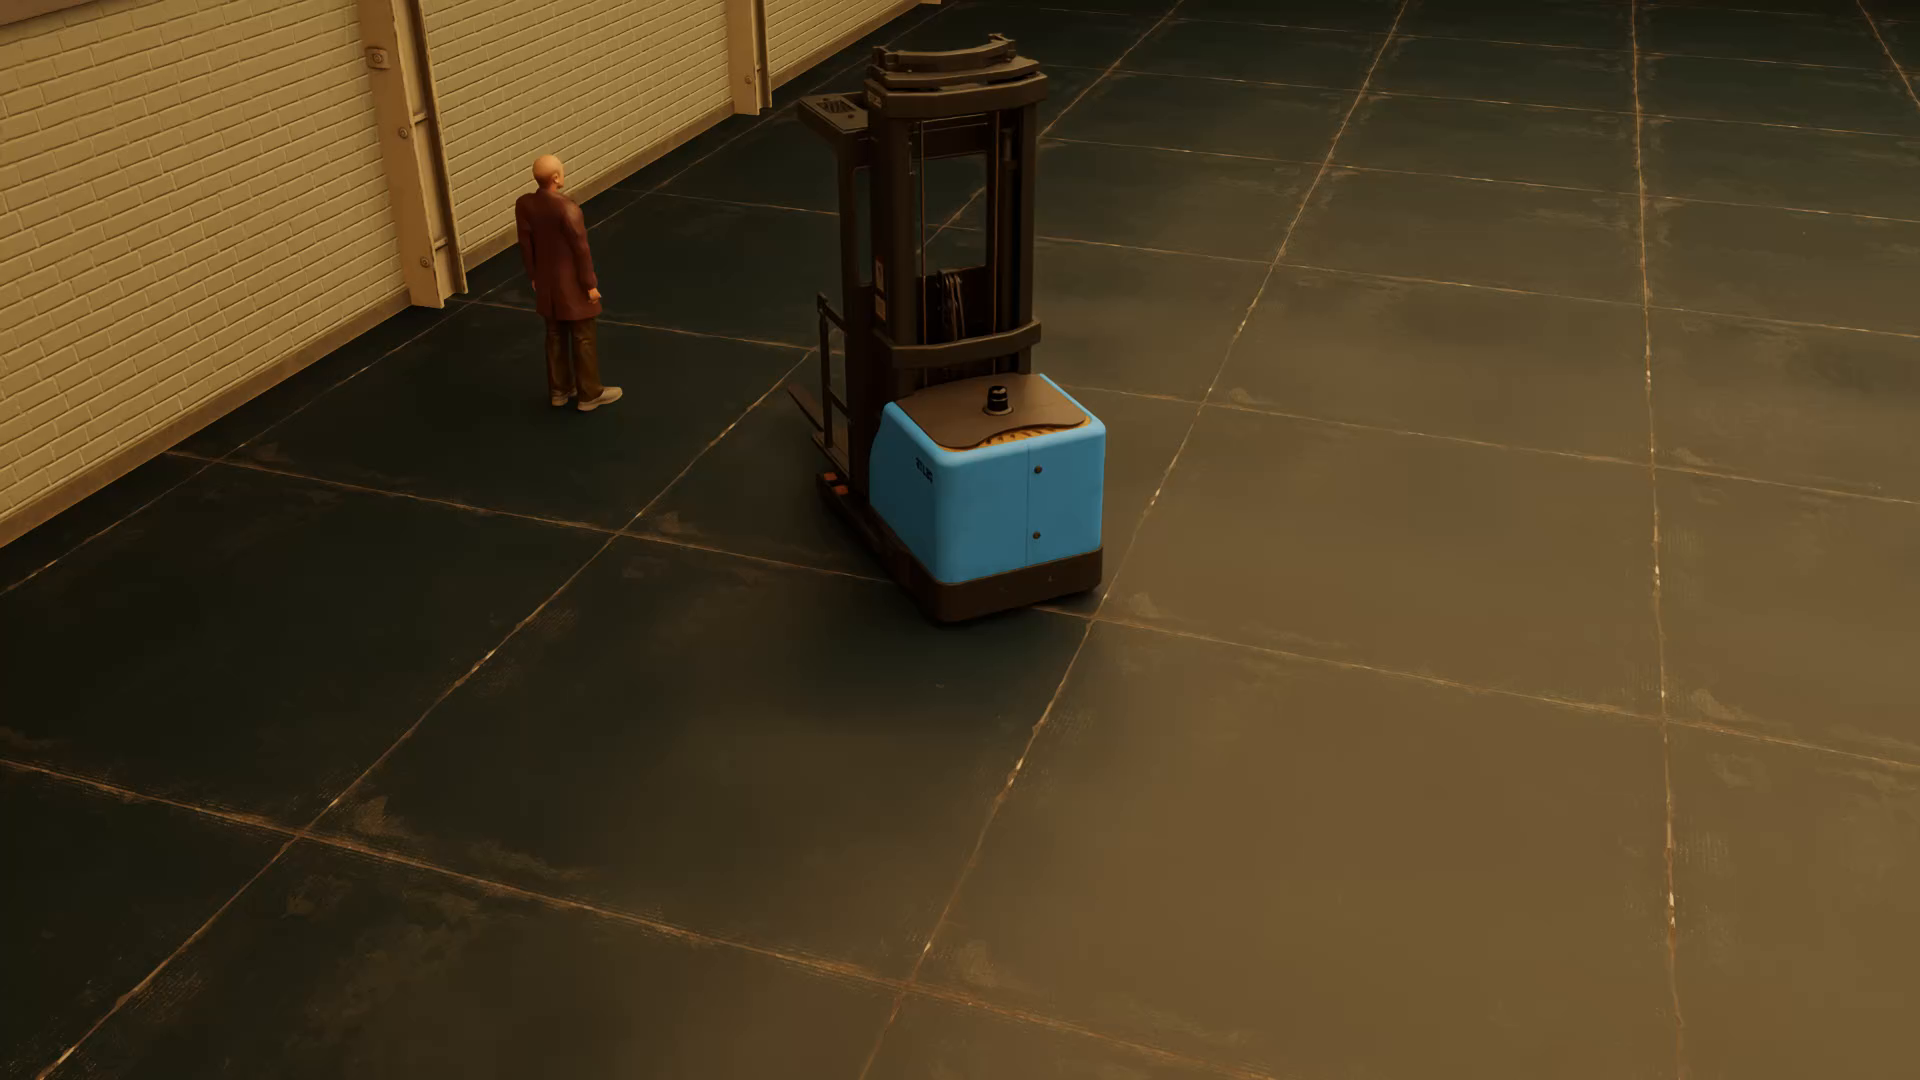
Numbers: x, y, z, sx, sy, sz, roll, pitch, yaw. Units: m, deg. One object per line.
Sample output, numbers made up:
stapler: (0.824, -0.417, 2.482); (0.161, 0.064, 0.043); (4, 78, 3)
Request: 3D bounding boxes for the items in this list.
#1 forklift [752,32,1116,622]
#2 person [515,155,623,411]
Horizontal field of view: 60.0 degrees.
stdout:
forklift: (-0.332, -1.512, 9.788); (1.130, 2.935, 3.031); (-17, 34, -28)
person: (-2.699, -1.777, 11.412); (0.564, 1.783, 0.384); (14, 33, 23)
